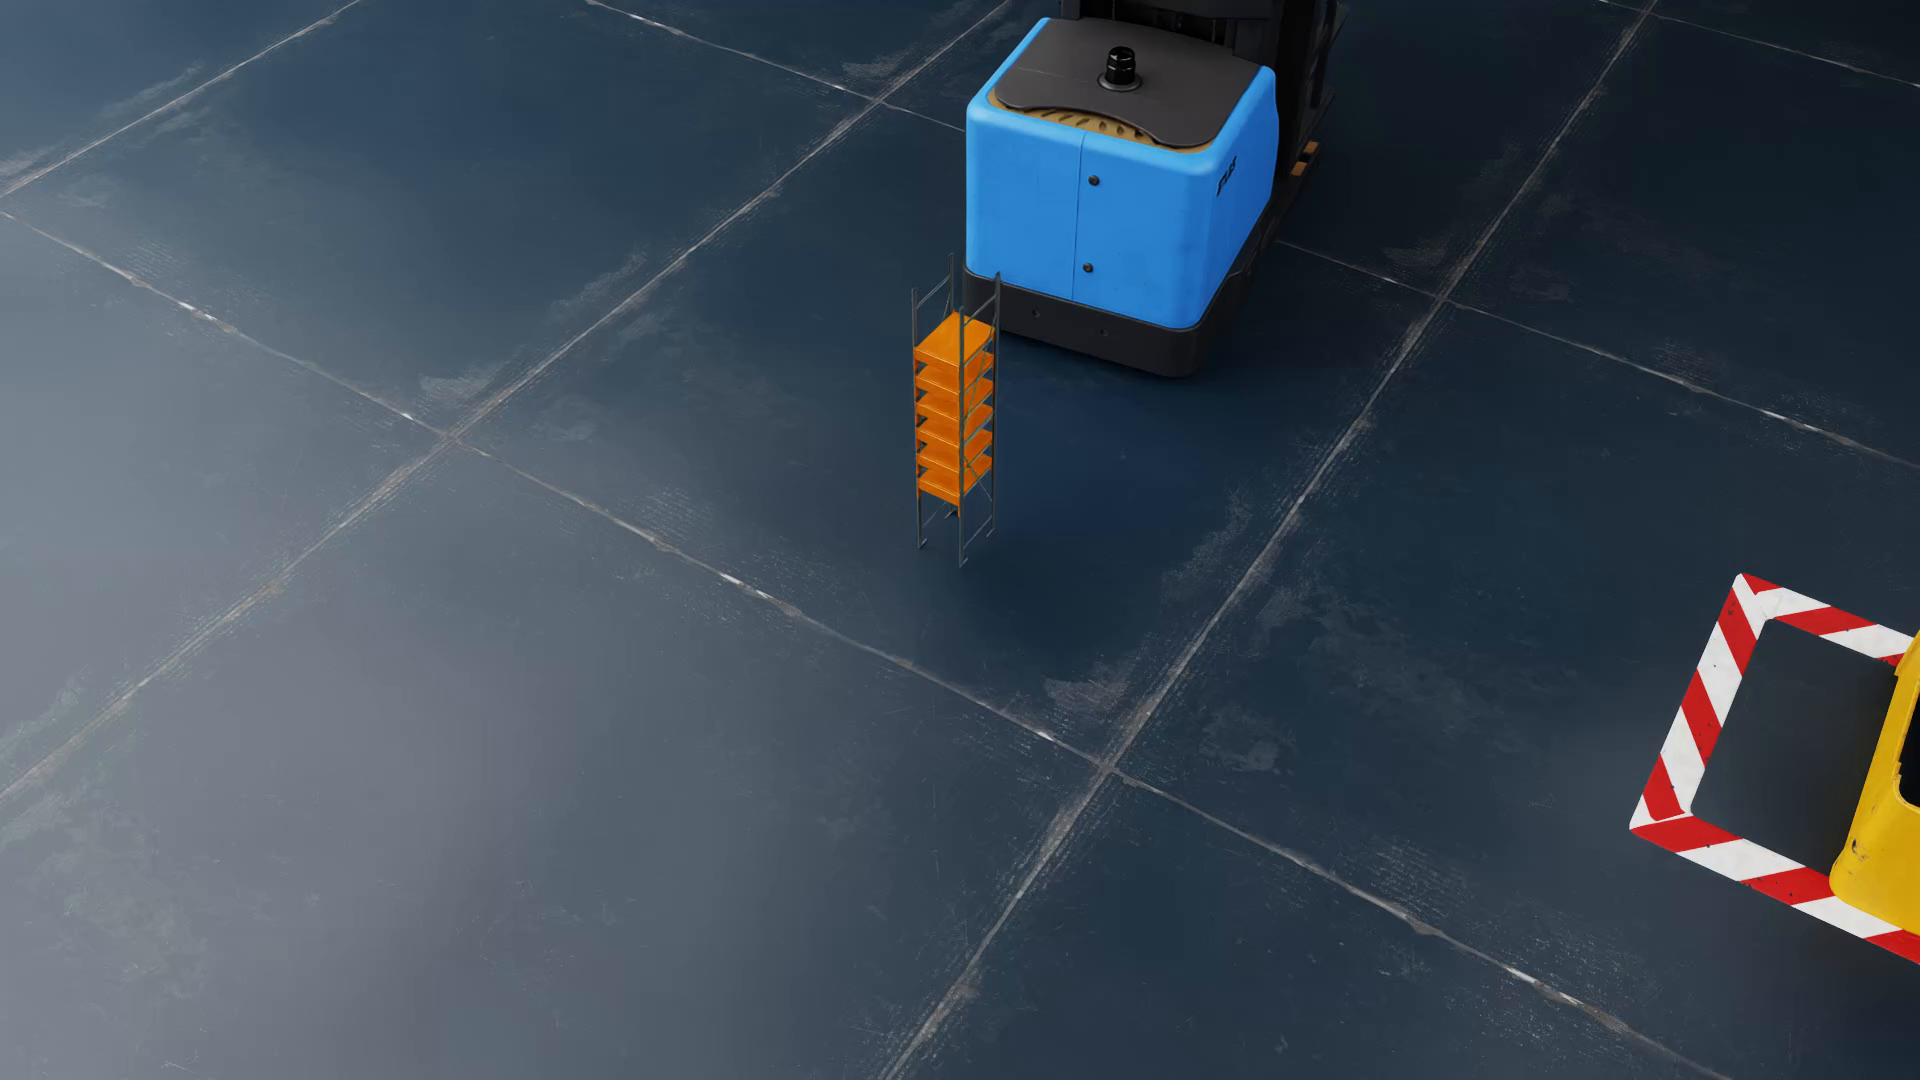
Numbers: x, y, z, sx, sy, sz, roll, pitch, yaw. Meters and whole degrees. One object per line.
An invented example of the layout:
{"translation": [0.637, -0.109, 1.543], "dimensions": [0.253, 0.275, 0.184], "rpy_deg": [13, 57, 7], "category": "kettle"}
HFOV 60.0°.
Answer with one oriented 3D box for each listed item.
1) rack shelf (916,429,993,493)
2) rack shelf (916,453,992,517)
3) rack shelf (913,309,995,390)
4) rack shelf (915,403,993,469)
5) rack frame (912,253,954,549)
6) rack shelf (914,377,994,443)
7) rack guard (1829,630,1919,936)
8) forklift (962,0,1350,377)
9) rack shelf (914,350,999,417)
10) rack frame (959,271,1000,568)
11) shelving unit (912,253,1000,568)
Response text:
{"translation": [-0.012, -0.309, 5.943], "dimensions": [0.180, 0.103, 0.258], "rpy_deg": [25, 51, 22], "category": "rack shelf"}
{"translation": [-0.012, -0.226, 6.029], "dimensions": [0.180, 0.103, 0.258], "rpy_deg": [25, 51, 22], "category": "rack shelf"}
{"translation": [-0.012, -0.644, 5.599], "dimensions": [0.180, 0.103, 0.258], "rpy_deg": [25, 51, 22], "category": "rack shelf"}
{"translation": [-0.012, -0.393, 5.857], "dimensions": [0.180, 0.103, 0.258], "rpy_deg": [25, 51, 22], "category": "rack shelf"}
{"translation": [-0.089, -0.459, 5.860], "dimensions": [0.006, 1.200, 0.240], "rpy_deg": [25, 51, 22], "category": "rack frame"}
{"translation": [-0.012, -0.476, 5.771], "dimensions": [0.180, 0.103, 0.258], "rpy_deg": [25, 51, 22], "category": "rack shelf"}
{"translation": [3.154, 0.641, 5.279], "dimensions": [0.348, 0.500, 1.175], "rpy_deg": [25, 51, 22], "category": "rack guard"}
{"translation": [1.083, -2.754, 6.882], "dimensions": [1.130, 2.935, 3.031], "rpy_deg": [18, 49, 17], "category": "forklift"}
{"translation": [-0.012, -0.560, 5.685], "dimensions": [0.180, 0.103, 0.258], "rpy_deg": [25, 51, 22], "category": "rack shelf"}
{"translation": [0.065, -0.388, 5.791], "dimensions": [0.006, 1.200, 0.240], "rpy_deg": [25, 51, 22], "category": "rack frame"}
{"translation": [-0.012, -0.424, 5.825], "dimensions": [0.189, 1.200, 0.258], "rpy_deg": [25, 51, 22], "category": "shelving unit"}
